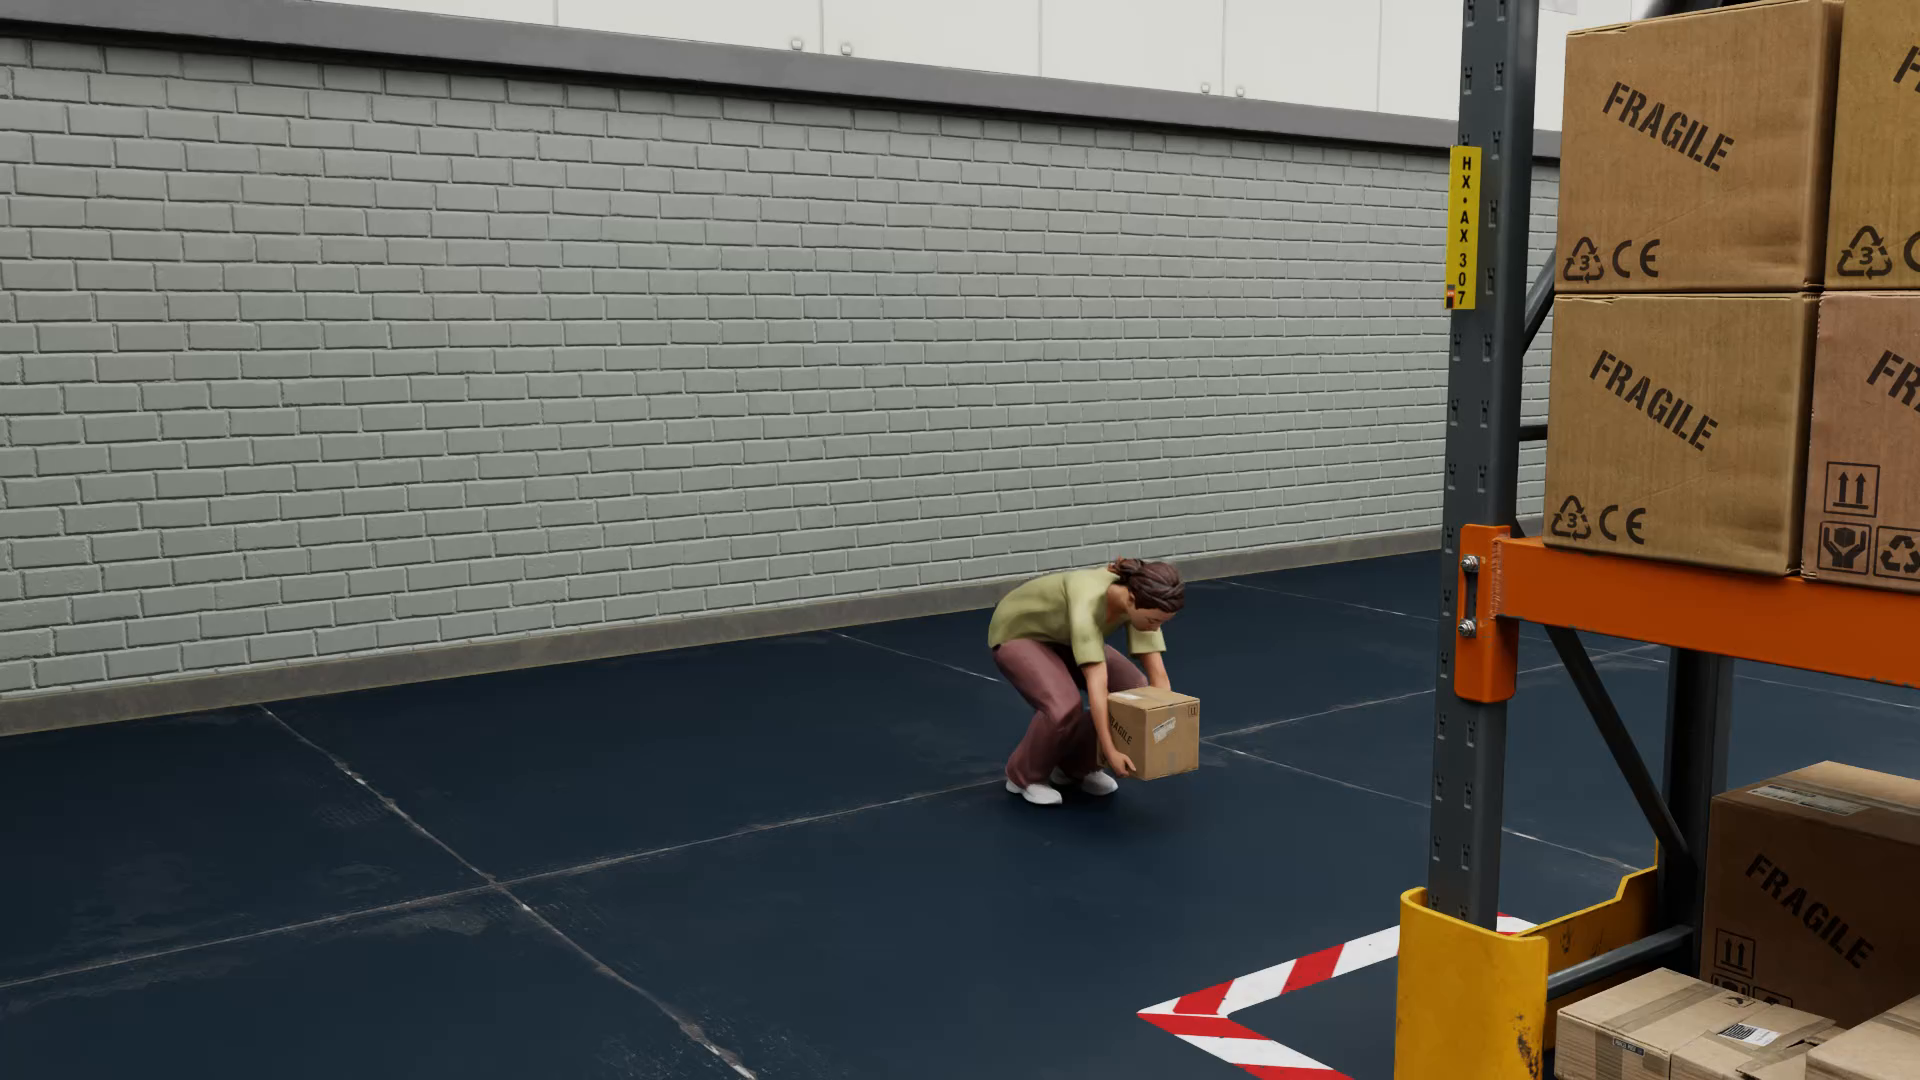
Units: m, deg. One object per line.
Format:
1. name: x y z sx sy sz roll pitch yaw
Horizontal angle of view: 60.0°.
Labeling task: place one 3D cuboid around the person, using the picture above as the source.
1. person: 0.456 0.540 5.981 0.469 0.836 0.839 -6 10 -38
